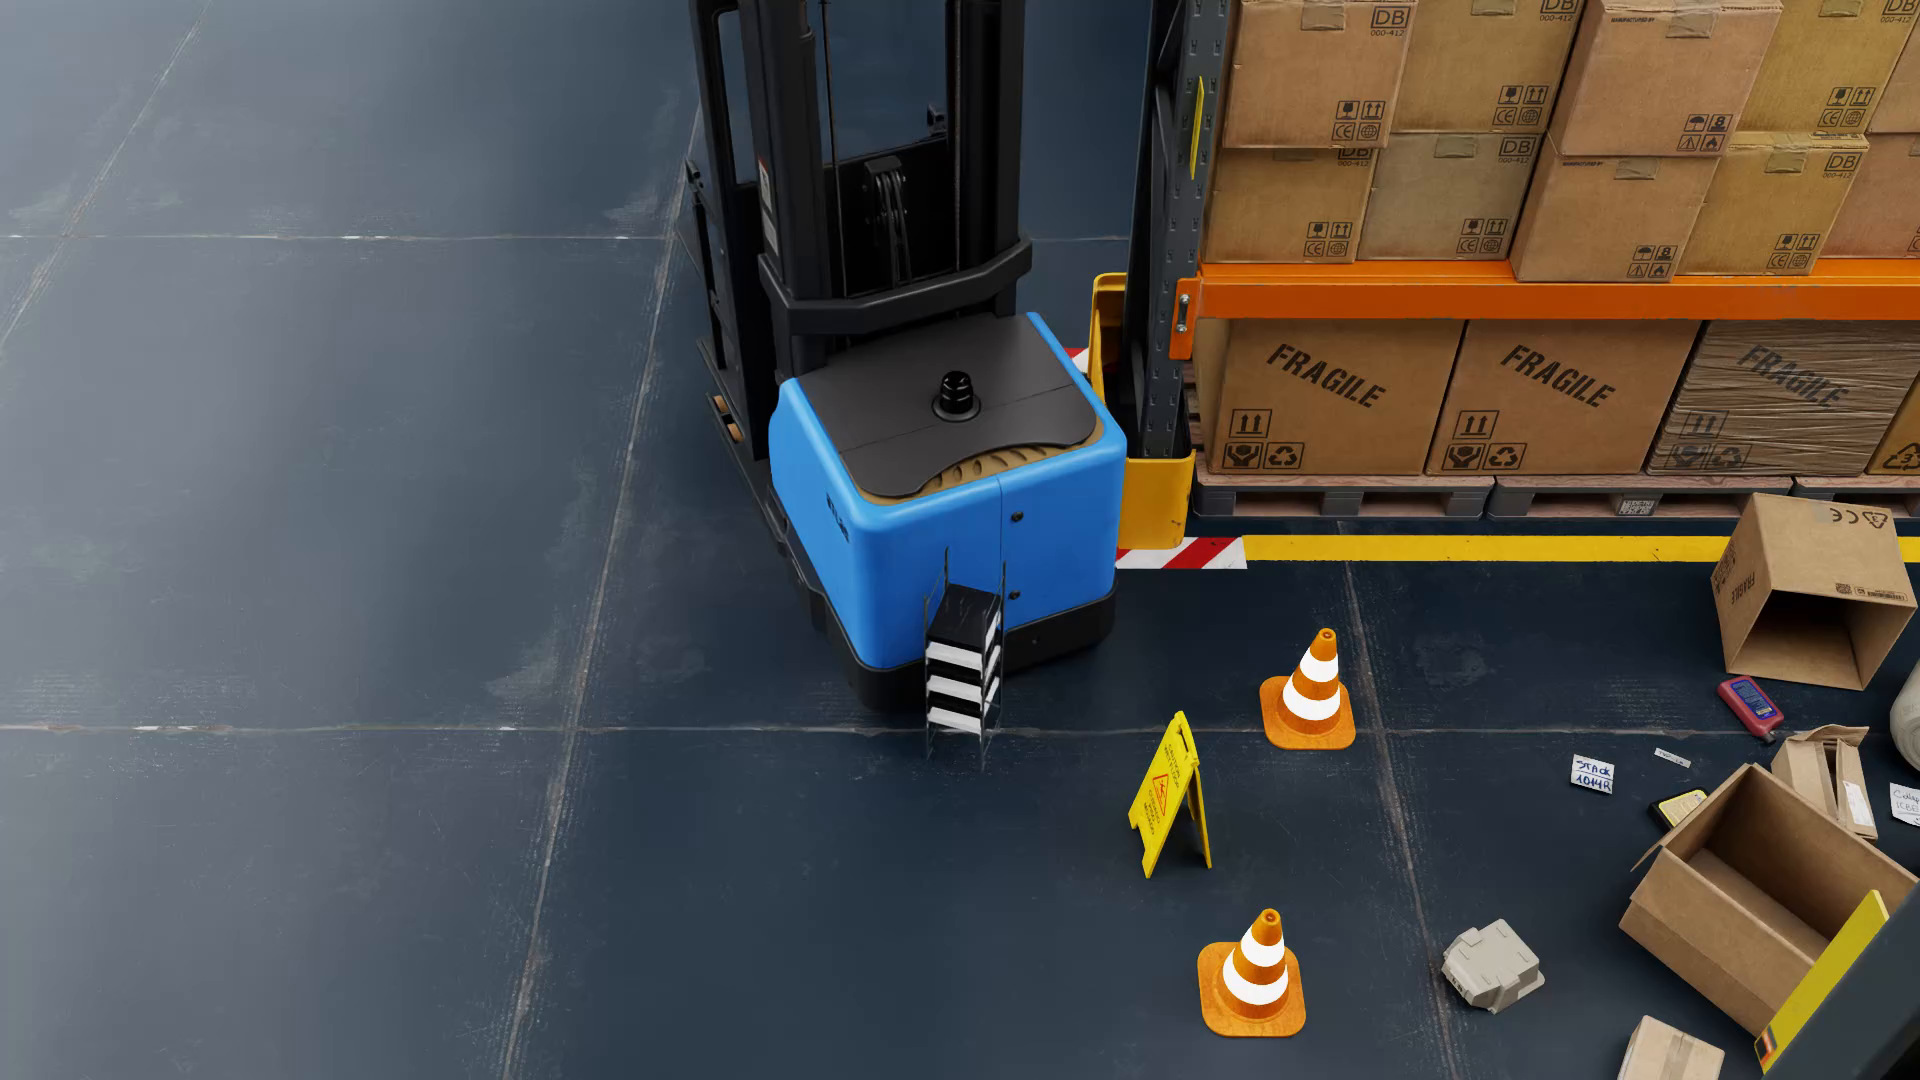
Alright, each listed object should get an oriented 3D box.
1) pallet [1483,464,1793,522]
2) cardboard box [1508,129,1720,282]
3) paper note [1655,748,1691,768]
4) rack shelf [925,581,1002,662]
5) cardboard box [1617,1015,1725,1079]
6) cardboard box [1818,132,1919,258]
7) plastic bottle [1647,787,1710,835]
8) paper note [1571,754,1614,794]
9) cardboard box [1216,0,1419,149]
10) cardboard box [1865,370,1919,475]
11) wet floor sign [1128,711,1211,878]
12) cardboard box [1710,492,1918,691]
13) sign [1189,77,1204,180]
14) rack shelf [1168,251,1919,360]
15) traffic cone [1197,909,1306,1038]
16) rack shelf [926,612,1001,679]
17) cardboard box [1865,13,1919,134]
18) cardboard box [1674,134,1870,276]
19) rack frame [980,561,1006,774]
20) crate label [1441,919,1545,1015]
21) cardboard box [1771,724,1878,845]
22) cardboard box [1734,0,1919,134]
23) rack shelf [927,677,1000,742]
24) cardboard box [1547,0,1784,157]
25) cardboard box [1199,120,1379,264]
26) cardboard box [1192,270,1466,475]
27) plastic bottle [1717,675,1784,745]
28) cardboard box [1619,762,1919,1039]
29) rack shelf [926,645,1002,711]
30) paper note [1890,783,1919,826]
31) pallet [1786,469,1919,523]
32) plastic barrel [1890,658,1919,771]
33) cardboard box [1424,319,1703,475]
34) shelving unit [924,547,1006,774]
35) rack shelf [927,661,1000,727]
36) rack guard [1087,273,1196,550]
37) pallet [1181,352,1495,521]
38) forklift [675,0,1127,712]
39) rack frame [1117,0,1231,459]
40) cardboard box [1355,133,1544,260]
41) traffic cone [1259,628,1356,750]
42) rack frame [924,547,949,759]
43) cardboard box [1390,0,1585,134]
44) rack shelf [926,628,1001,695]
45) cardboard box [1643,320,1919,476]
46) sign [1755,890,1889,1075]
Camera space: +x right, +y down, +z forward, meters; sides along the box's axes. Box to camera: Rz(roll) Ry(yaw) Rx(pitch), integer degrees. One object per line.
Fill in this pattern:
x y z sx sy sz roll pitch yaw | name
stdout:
2.789 -0.512 7.163 1.213 0.211 1.003 0 47 0 | pallet
2.253 -1.417 5.998 0.550 0.550 0.875 0 47 0 | cardboard box
2.607 0.797 6.082 0.123 0.001 0.032 23 51 20 | paper note
0.018 0.274 5.637 0.200 0.077 0.258 14 49 12 | rack shelf
2.172 1.707 5.140 0.250 0.149 0.380 23 51 20 | cardboard box
3.313 -1.517 6.092 0.550 0.550 0.875 0 47 0 | cardboard box
2.599 0.956 5.899 0.283 0.061 0.133 -15 49 -13 | plastic bottle
2.292 0.847 6.023 0.142 0.017 0.144 15 49 14 | paper note
1.143 -1.802 5.619 0.550 0.550 0.875 0 47 0 | cardboard box
4.143 -0.874 6.759 0.875 0.875 0.875 1 47 1 | cardboard box
0.736 0.839 5.609 0.232 0.644 0.267 -7 47 -7 | wet floor sign
3.216 0.196 6.305 0.500 0.500 0.500 8 48 7 | cardboard box
0.764 -1.328 5.372 0.005 0.325 0.100 0 47 0 | sign
2.772 -1.162 6.354 4.000 0.370 1.077 0 47 0 | rack shelf
0.954 1.319 5.287 0.334 0.463 0.336 0 47 0 | traffic cone
0.018 0.336 5.703 0.200 0.077 0.258 14 49 12 | rack shelf
3.313 -1.865 5.677 0.550 0.550 0.875 0 47 0 | cardboard box
2.783 -1.446 6.025 0.500 0.550 0.875 0 47 0 | cardboard box
0.114 0.459 5.789 0.006 0.900 0.240 14 49 12 | rack frame
1.740 1.387 5.446 0.298 0.136 0.250 -23 51 -20 | crate label
3.046 0.873 5.836 0.258 0.266 0.396 8 48 7 | cardboard box
2.783 -1.861 5.673 0.500 0.550 0.875 0 47 0 | cardboard box
0.017 0.581 5.967 0.200 0.077 0.258 14 49 12 | rack shelf
2.253 -1.767 5.586 0.550 0.550 0.875 0 47 0 | cardboard box
1.143 -1.496 6.071 0.550 0.550 0.875 0 47 0 | cardboard box
1.450 -0.878 6.764 0.875 0.875 0.875 0 47 0 | cardboard box
2.966 0.636 6.197 0.133 0.061 0.283 -15 49 -13 | plastic bottle
2.621 1.213 5.358 0.637 0.503 0.797 -31 54 -26 | cardboard box
0.017 0.458 5.835 0.200 0.077 0.258 14 49 12 | rack shelf
3.407 0.948 5.932 0.155 0.023 0.172 15 49 14 | paper note
4.012 -0.511 7.162 1.213 0.211 1.003 0 47 0 | pallet
3.632 0.596 5.987 0.421 0.421 0.512 32 55 26 | plastic barrel
2.330 -0.877 6.763 0.875 0.875 0.875 -1 47 0 | cardboard box
0.017 0.435 5.810 0.210 0.900 0.258 14 49 12 | shelving unit
0.017 0.519 5.901 0.200 0.077 0.258 14 49 12 | rack shelf
0.748 -0.561 7.011 0.348 0.500 1.175 0 47 0 | rack guard
1.572 -0.517 7.168 1.213 0.211 1.003 0 47 0 | pallet
-0.454 -1.458 6.186 1.130 2.935 3.031 -18 49 -16 | forklift
0.772 -1.412 6.096 0.127 3.000 1.000 0 47 0 | rack frame
1.693 -1.510 6.085 0.550 0.550 0.875 0 47 0 | cardboard box
1.298 0.493 6.056 0.334 0.463 0.336 0 47 0 | traffic cone
-0.079 0.412 5.832 0.006 0.900 0.240 14 49 12 | rack frame
1.693 -1.868 5.680 0.550 0.550 0.875 0 47 0 | cardboard box
0.018 0.397 5.769 0.200 0.077 0.258 14 49 12 | rack shelf
3.242 -0.873 6.759 0.875 0.875 0.875 0 47 0 | cardboard box
0.877 0.481 1.679 0.005 0.325 0.100 0 47 0 | sign
